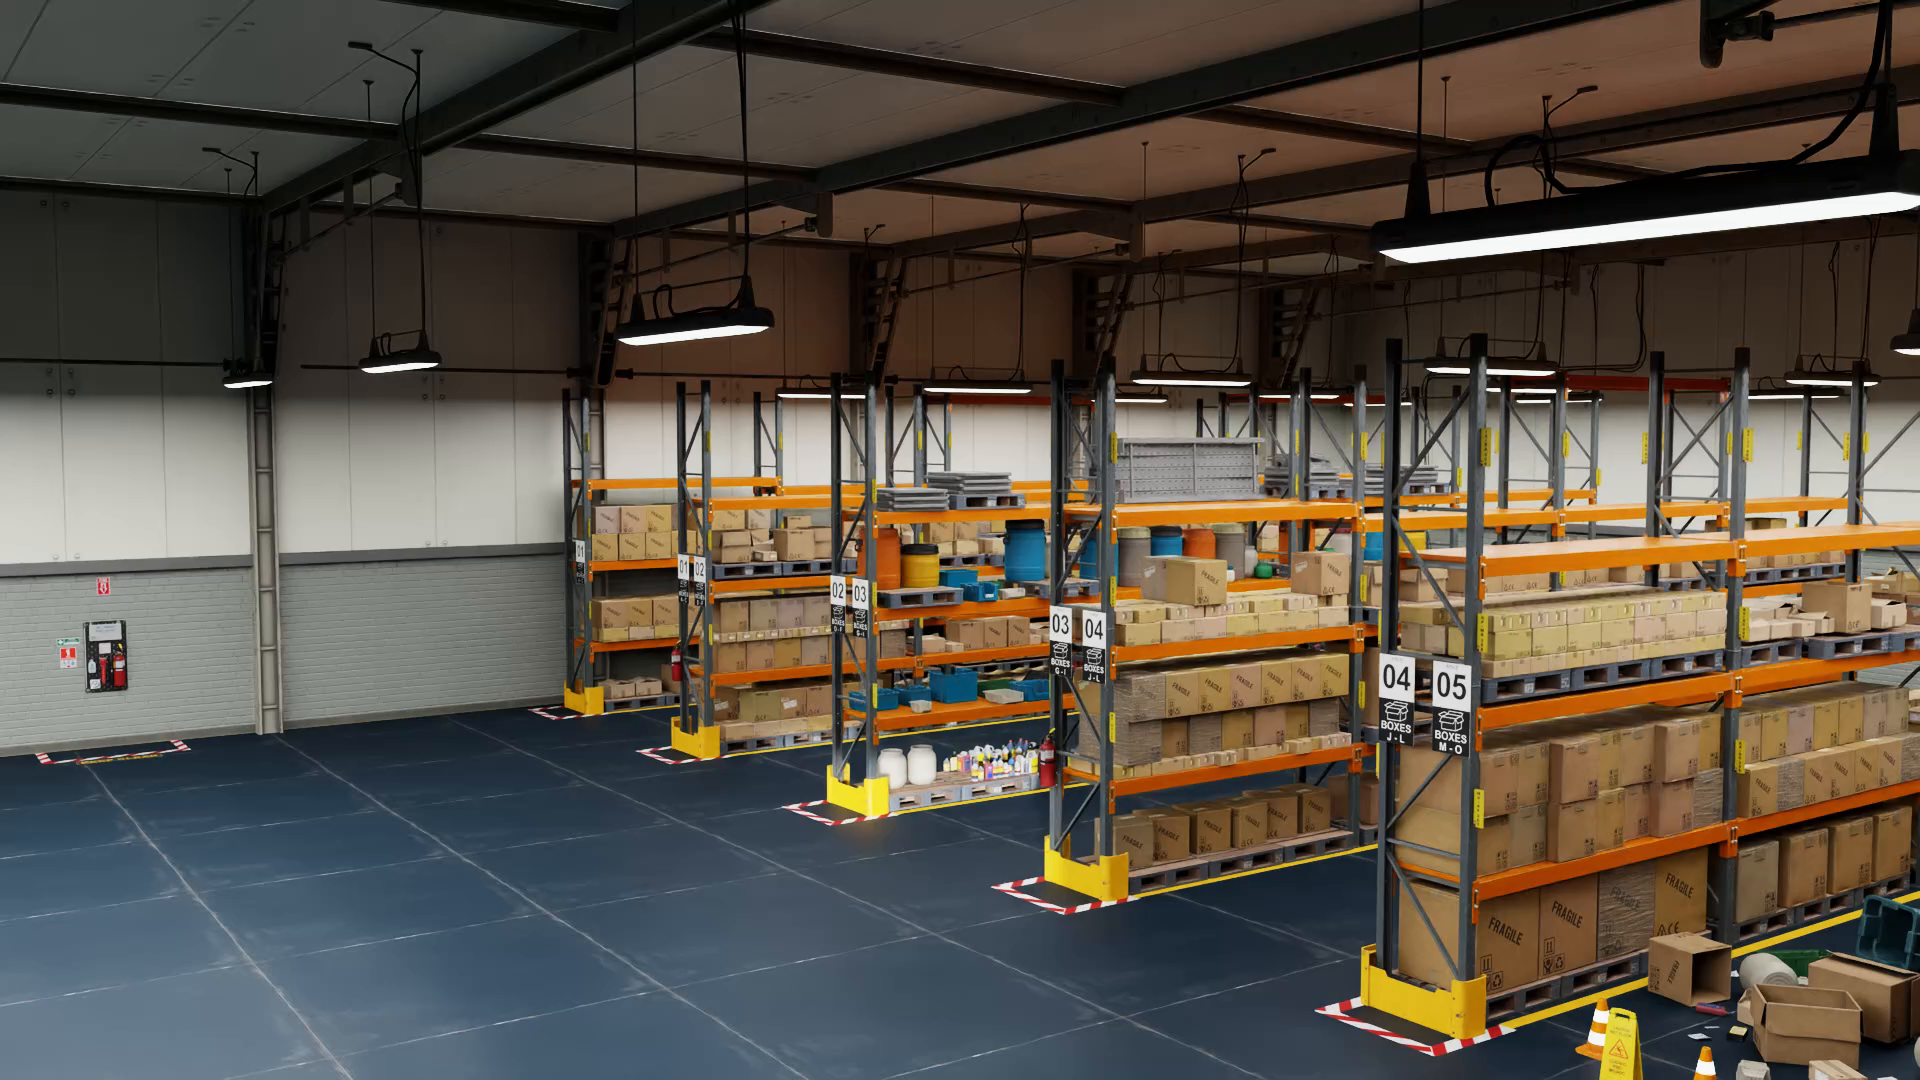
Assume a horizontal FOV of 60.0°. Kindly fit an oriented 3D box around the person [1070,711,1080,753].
[{"bbox_3d":[2.064,2.627,26.418,0.473,1.639,0.894,-2,4,-31],"label":"person"}]
